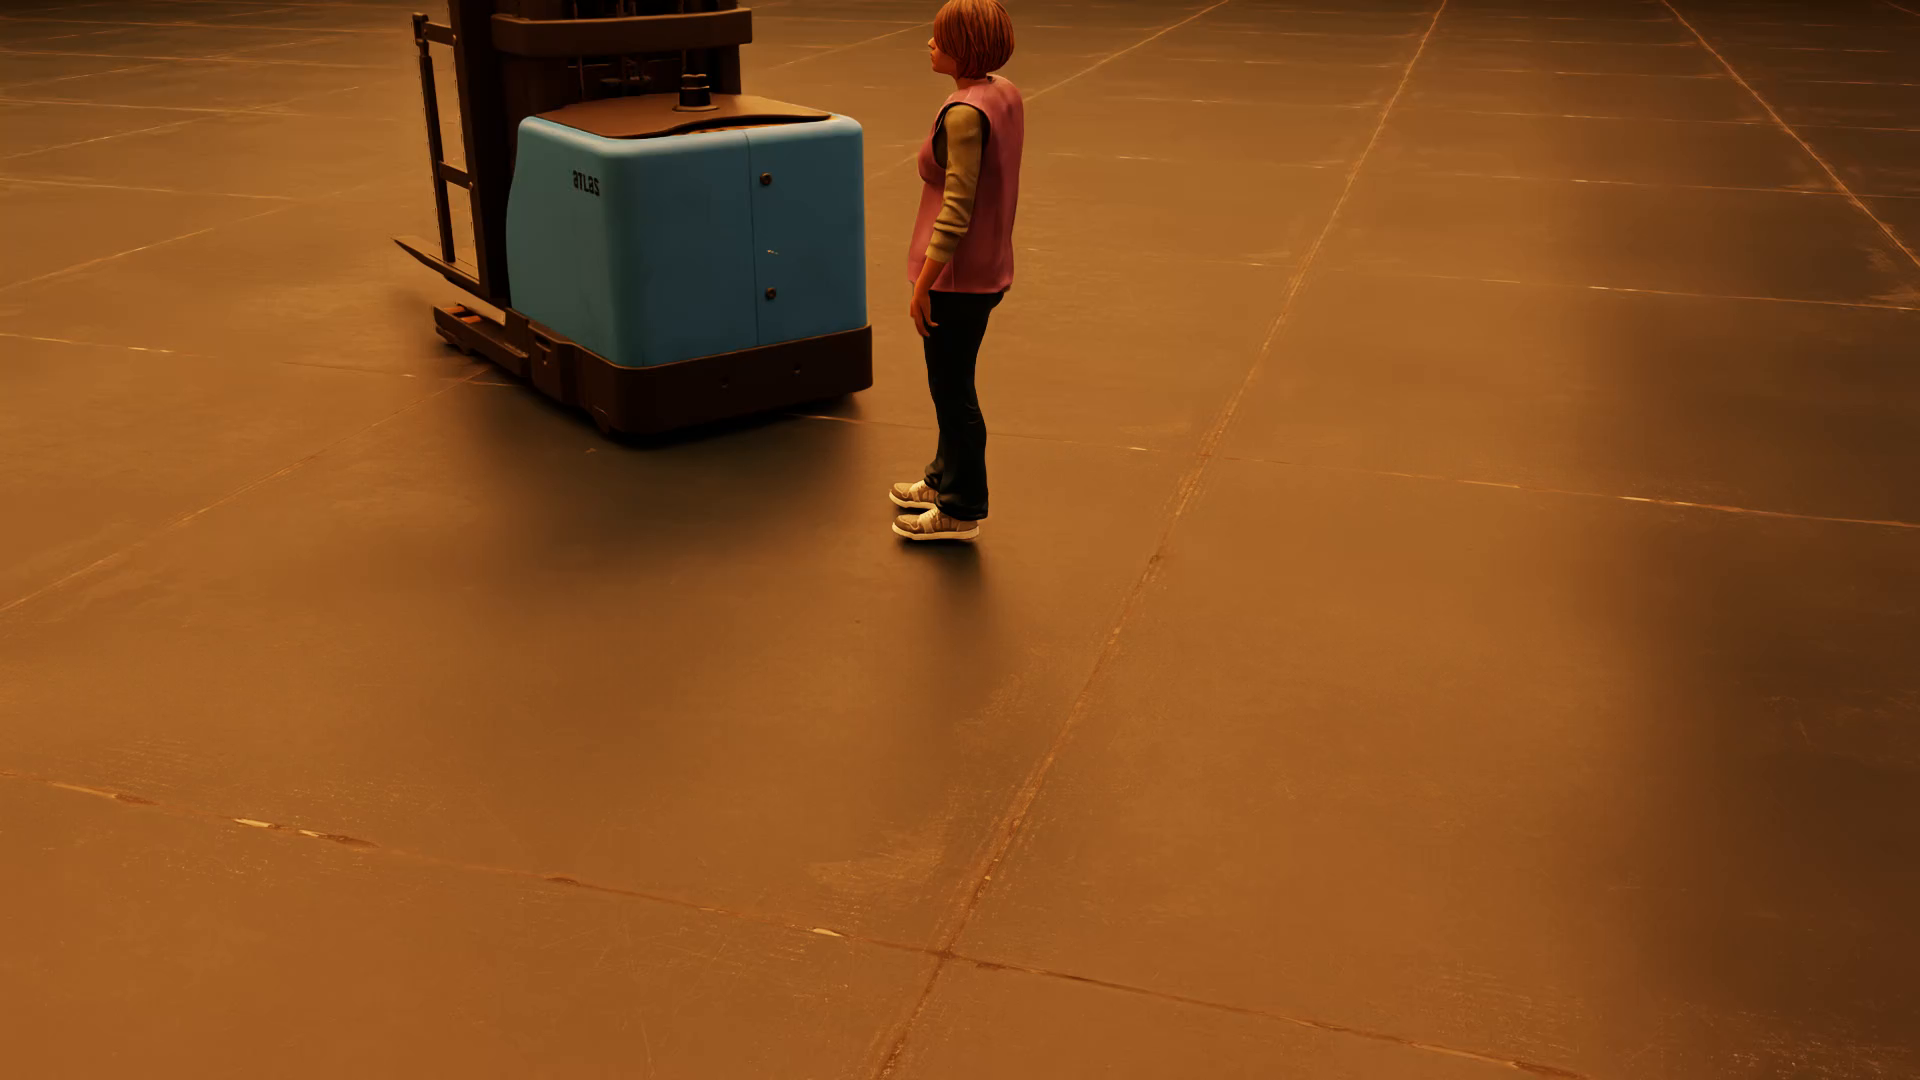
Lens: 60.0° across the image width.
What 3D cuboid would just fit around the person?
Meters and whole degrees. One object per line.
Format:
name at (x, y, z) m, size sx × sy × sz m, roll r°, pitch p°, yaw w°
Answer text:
person at (-0.067, -0.758, 4.846) m, size 0.473 × 1.599 × 0.521 m, roll 7°, pitch 23°, yaw 16°

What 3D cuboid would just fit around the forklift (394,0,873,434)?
forklift at (-1.602, -2.228, 6.677) m, size 1.130 × 2.935 × 3.031 m, roll -15°, pitch 27°, yaw -33°
